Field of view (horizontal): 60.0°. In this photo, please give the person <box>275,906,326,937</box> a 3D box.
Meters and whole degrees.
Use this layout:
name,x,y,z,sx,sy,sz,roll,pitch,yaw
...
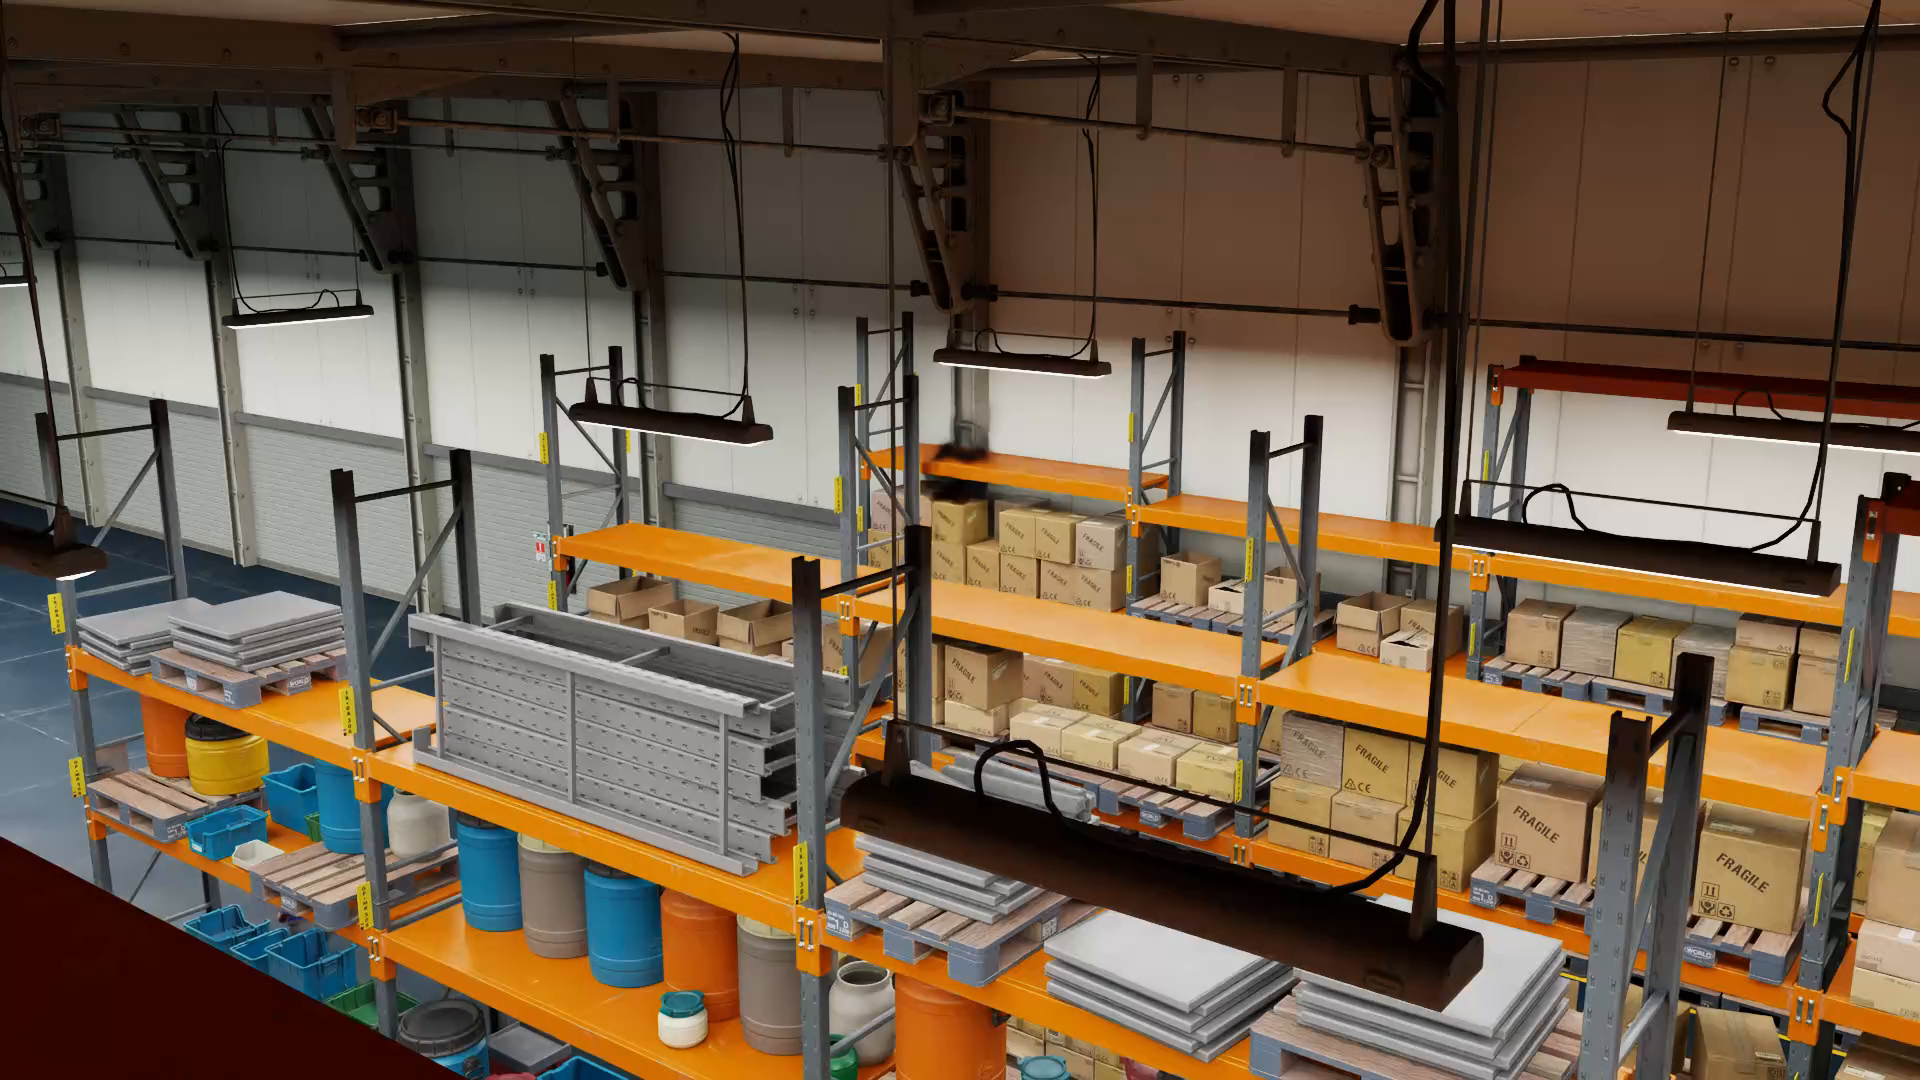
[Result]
name,x,y,z,sx,sy,sz,roll,pitch,yaw
person,-6.154,3.711,15.670,0.850,1.673,0.600,5,14,19
